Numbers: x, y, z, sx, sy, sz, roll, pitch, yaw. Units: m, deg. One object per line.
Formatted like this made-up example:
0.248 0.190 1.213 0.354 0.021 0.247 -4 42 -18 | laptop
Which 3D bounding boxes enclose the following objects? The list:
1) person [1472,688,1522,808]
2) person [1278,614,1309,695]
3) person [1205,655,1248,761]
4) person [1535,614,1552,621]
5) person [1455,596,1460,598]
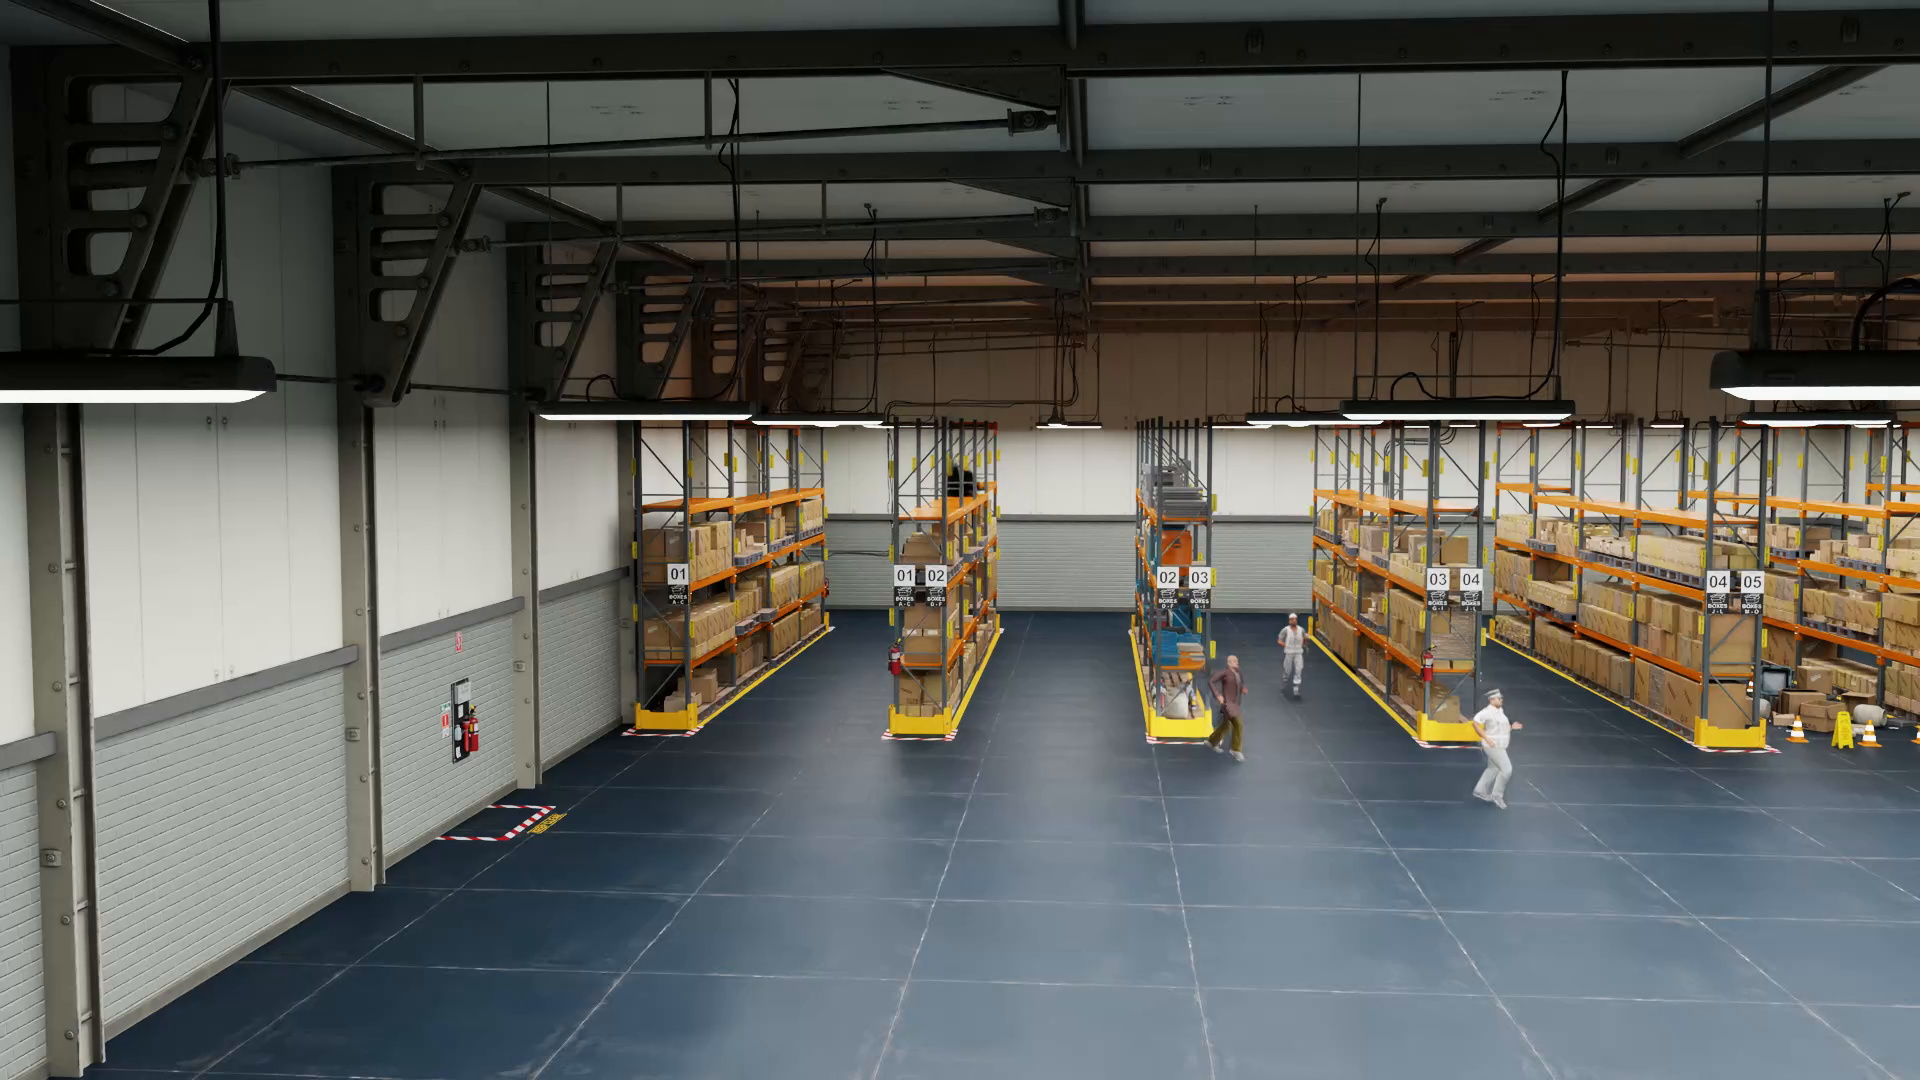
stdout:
8.210 3.187 25.440 0.725 1.844 0.637 2 4 31 | person
7.266 2.480 36.255 0.667 1.756 0.832 0 4 -2 | person
4.721 2.931 29.230 0.870 1.839 0.700 3 5 37 | person
16.621 1.732 47.500 0.814 1.844 0.687 0 4 5 | person
13.776 1.861 46.594 0.688 1.637 0.704 2 4 32 | person
